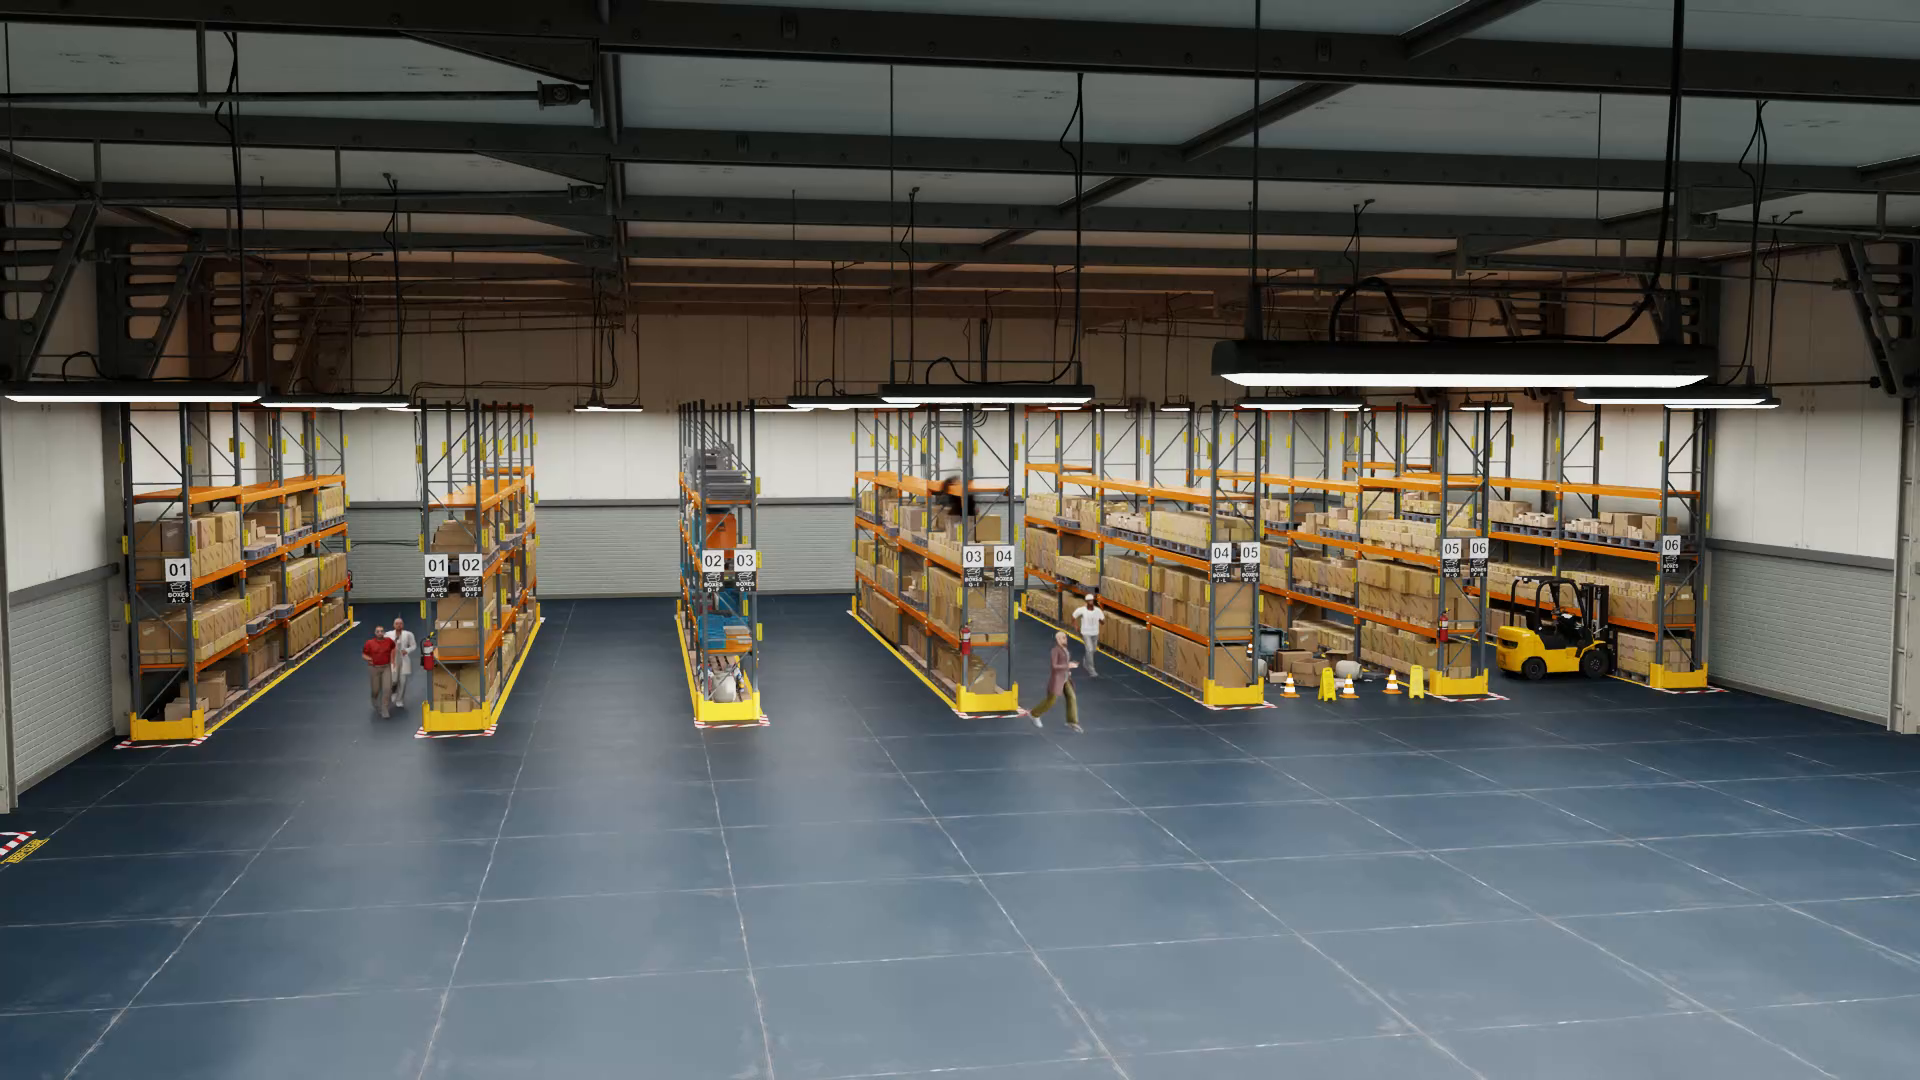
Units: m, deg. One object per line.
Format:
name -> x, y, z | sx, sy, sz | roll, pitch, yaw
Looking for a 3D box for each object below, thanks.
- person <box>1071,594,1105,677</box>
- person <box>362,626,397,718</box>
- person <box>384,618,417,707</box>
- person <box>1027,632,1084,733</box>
person -> 2.853, 2.062, 36.461 | 0.700, 1.754, 0.989 | -2, 5, -22
person -> -11.049, 2.477, 31.692 | 0.647, 1.716, 0.943 | -2, 5, -25
person -> -10.973, 2.402, 32.481 | 0.714, 1.736, 0.611 | -2, 5, -23
person -> 1.754, 2.567, 30.115 | 1.040, 1.801, 0.725 | 3, 5, 31
